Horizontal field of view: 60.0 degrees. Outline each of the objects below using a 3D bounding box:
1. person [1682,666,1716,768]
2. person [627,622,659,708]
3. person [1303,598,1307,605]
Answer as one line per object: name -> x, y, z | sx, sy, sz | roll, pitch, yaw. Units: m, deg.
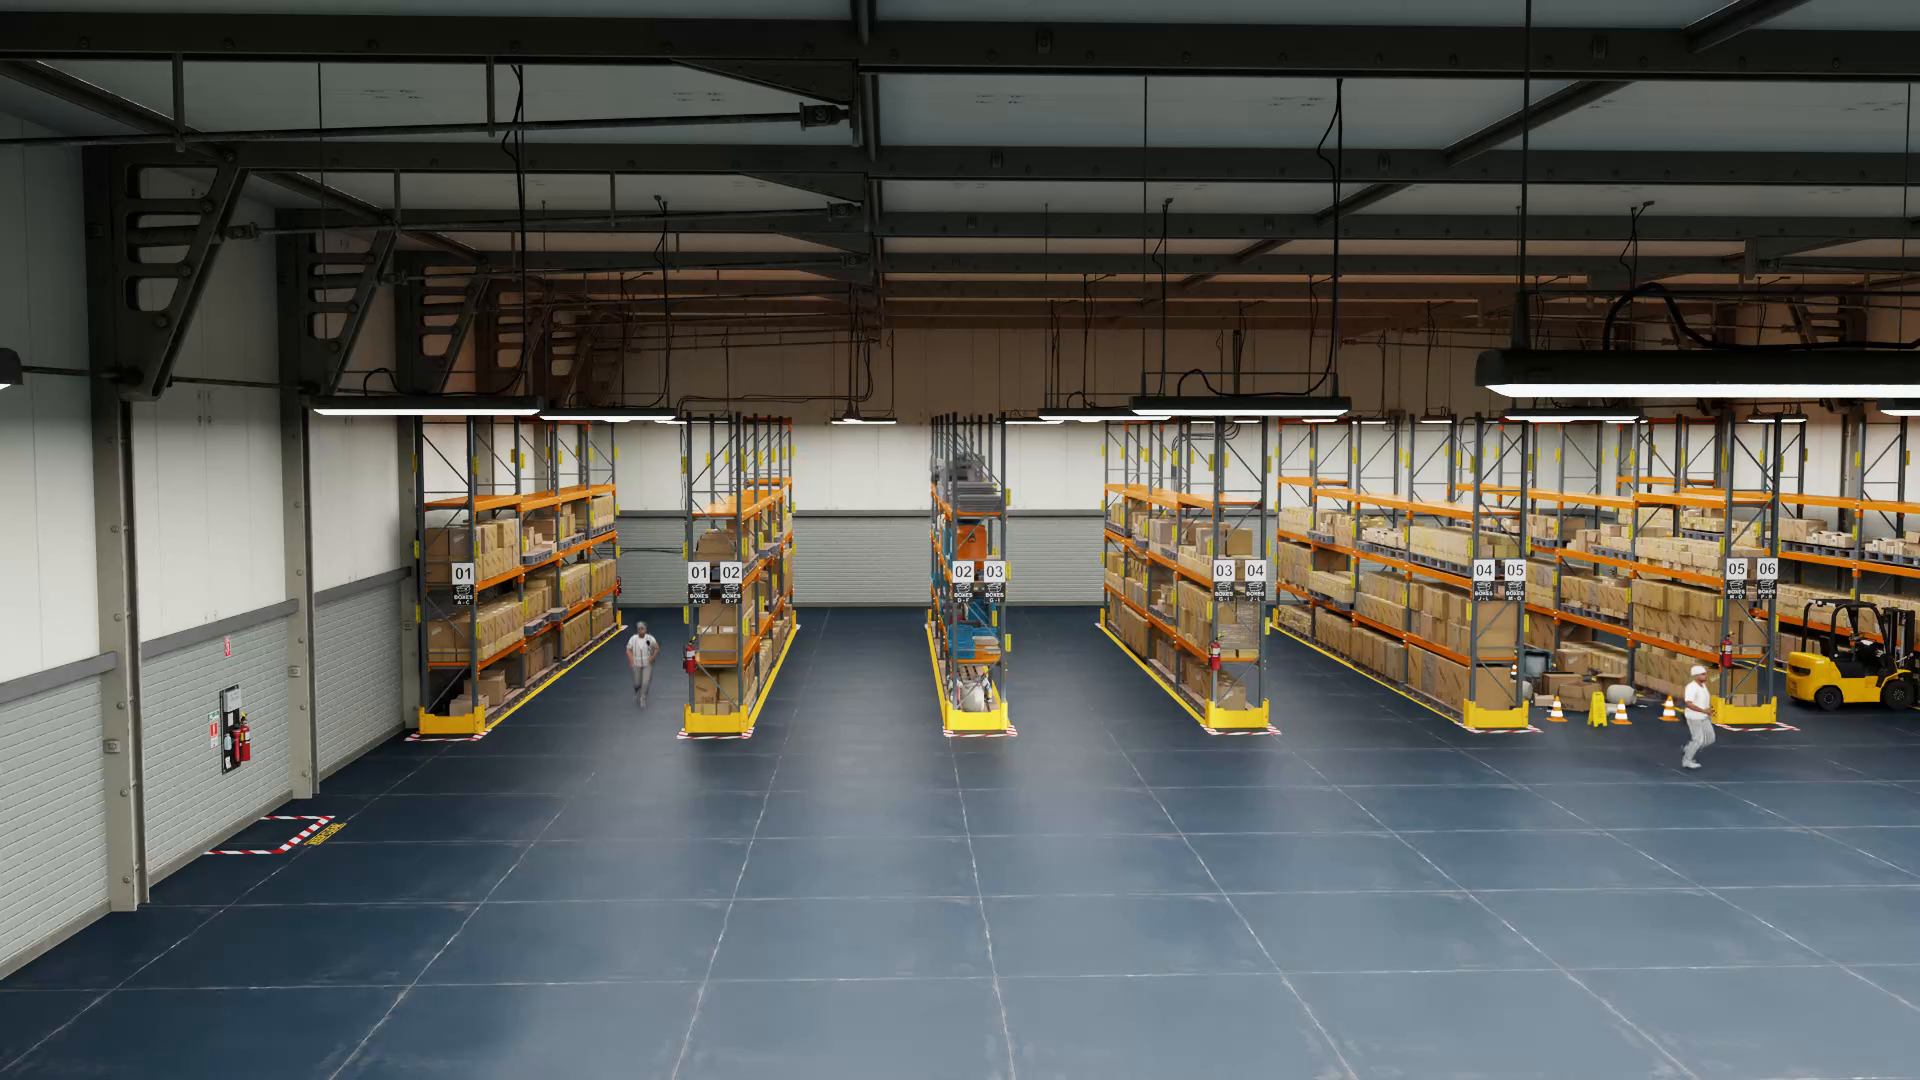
person -> 12.374, 2.959, 27.784 | 0.746, 1.724, 0.593 | -4, 5, -44
person -> -6.488, 2.540, 34.066 | 0.653, 1.758, 0.647 | -1, 4, -8
person -> 10.289, 1.628, 48.828 | 0.661, 1.650, 0.637 | 3, 5, 38
